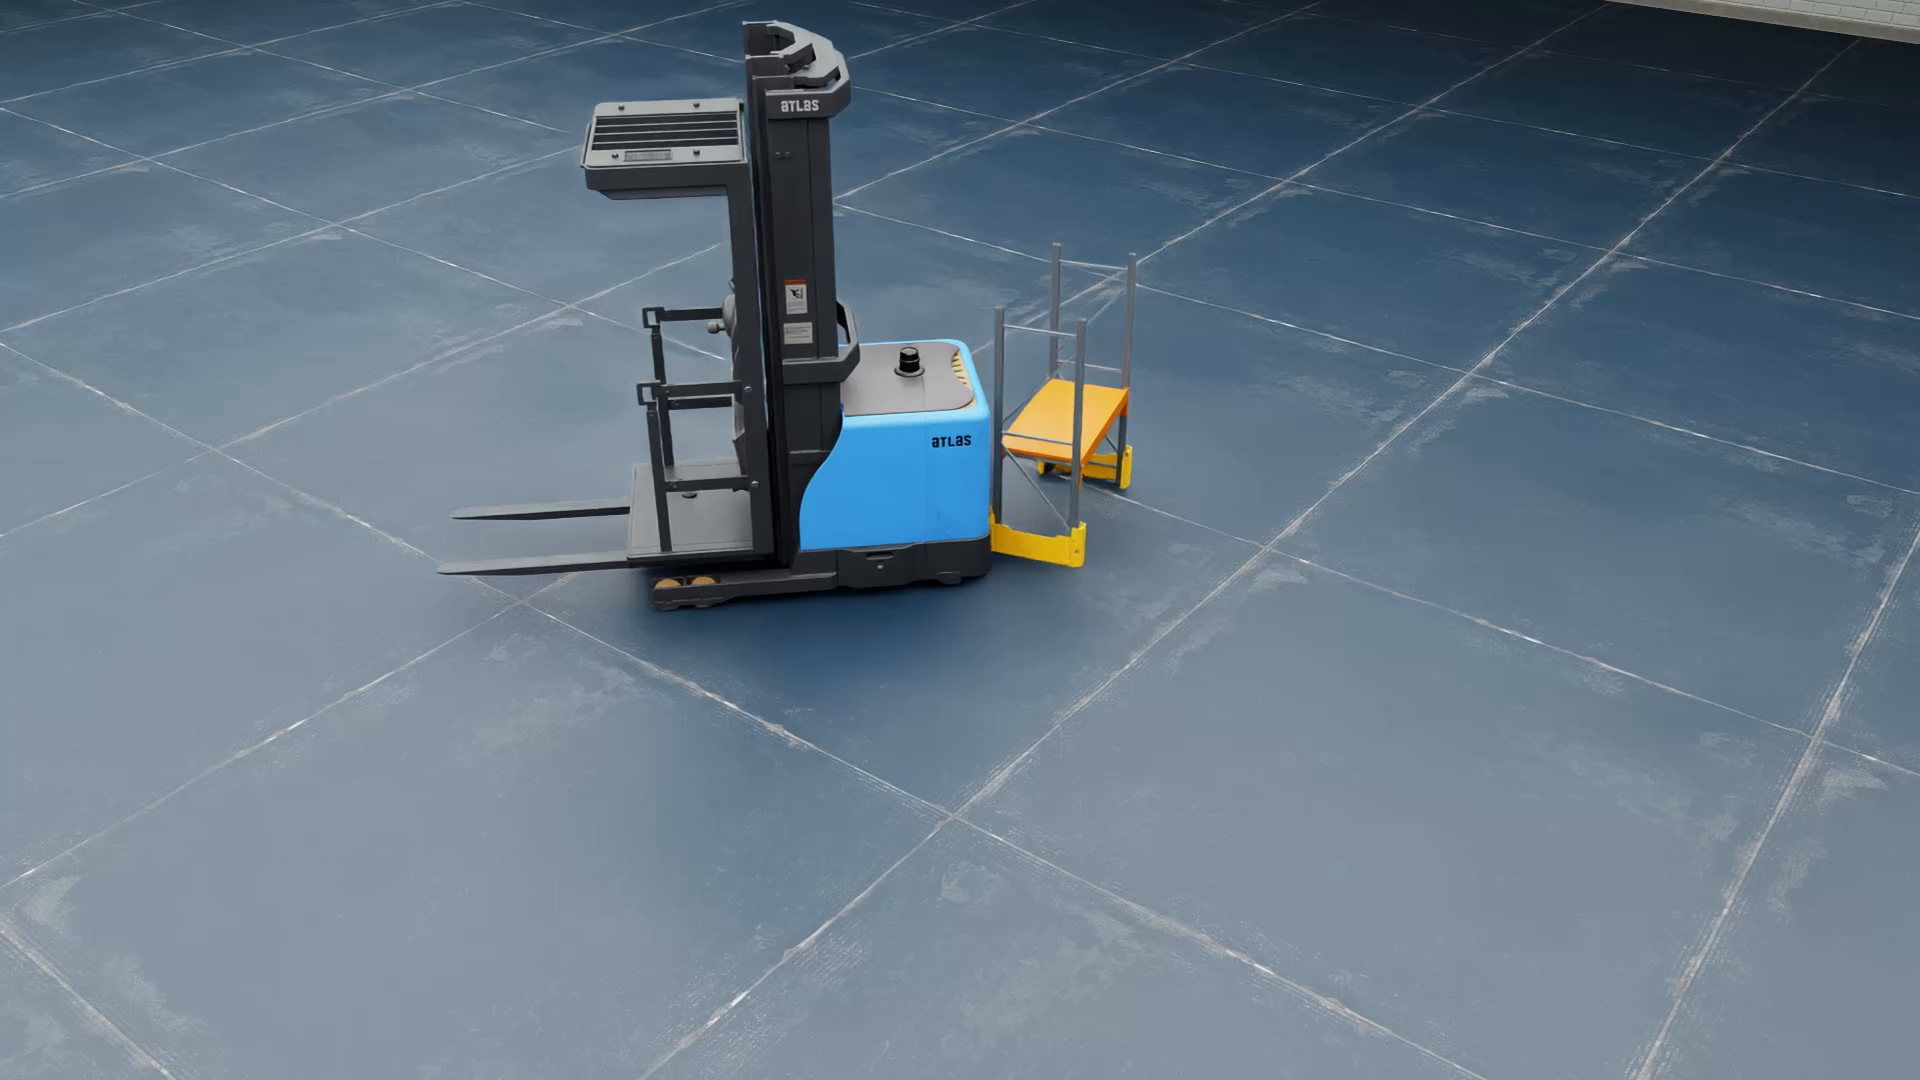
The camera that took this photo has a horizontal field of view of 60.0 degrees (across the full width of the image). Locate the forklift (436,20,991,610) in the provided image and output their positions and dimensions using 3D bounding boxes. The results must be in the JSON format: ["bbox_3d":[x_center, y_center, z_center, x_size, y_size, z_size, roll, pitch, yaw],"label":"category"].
[{"bbox_3d":[-1.384,-1.165,8.841,3.031,2.935,1.130,-4,31,-7],"label":"forklift"}]

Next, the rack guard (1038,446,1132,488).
[{"bbox_3d":[0.774,-0.498,10.345,0.587,0.250,0.087,11,32,17],"label":"rack guard"}]

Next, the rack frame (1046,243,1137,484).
[{"bbox_3d":[0.781,-1.045,10.042,0.500,1.500,0.032,11,32,17],"label":"rack frame"}]

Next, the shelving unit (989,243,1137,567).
[{"bbox_3d":[0.601,-0.797,9.624,0.587,1.500,1.083,11,32,17],"label":"shelving unit"}]

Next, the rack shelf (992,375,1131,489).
[{"bbox_3d":[0.604,-0.647,9.723,0.538,0.185,1.000,11,32,17],"label":"rack shelf"}]

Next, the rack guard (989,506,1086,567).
[{"bbox_3d":[0.428,-0.022,9.541,0.587,0.250,0.087,11,32,17],"label":"rack guard"}]

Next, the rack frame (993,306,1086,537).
[{"bbox_3d":[0.428,-0.559,9.222,0.500,1.500,0.032,11,32,17],"label":"rack frame"}]
